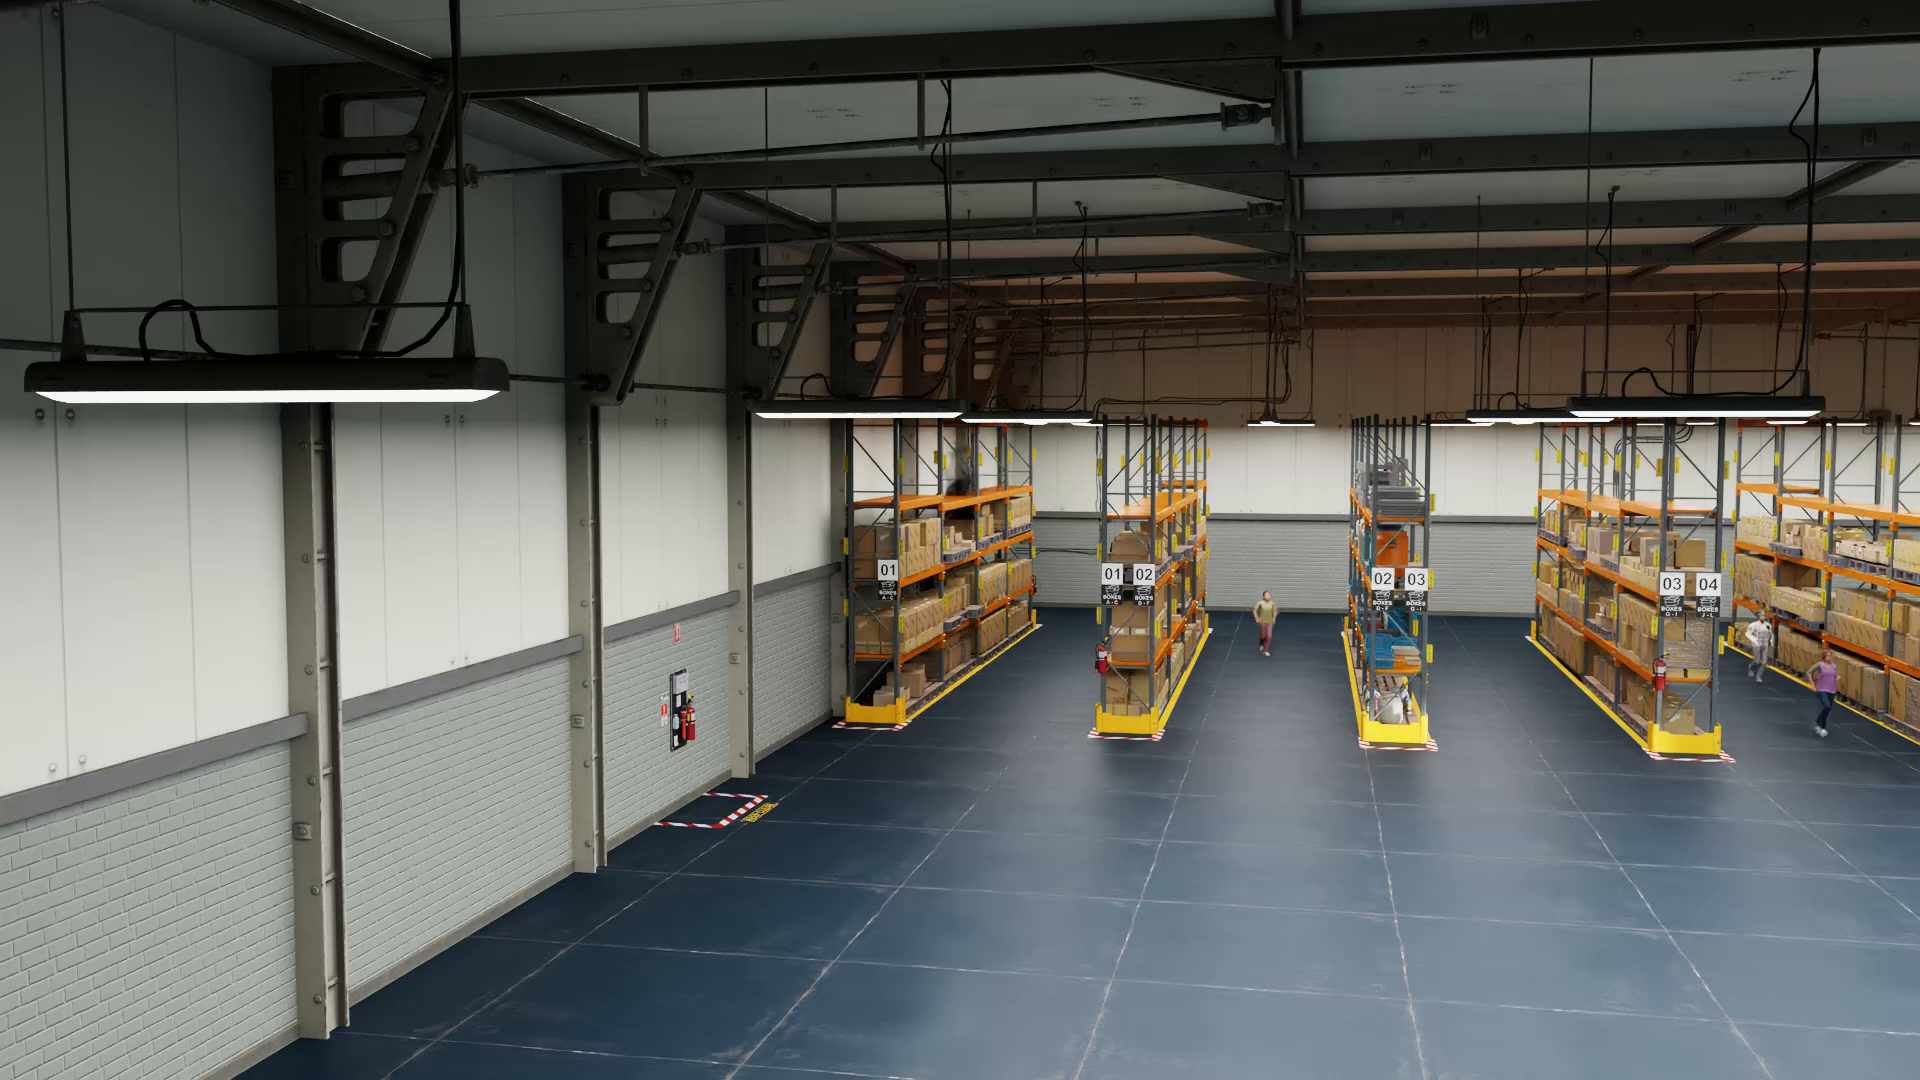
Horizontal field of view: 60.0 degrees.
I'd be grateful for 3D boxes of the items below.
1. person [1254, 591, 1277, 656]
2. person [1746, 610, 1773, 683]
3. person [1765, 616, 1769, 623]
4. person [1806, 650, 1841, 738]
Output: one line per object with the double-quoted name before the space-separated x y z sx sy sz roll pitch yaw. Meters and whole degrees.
"person" 7.760 2.106 42.190 0.594 1.634 0.543 0 4 -1
"person" 18.110 2.393 37.636 0.602 1.647 0.543 0 4 4
"person" 21.937 1.933 45.081 0.503 1.561 0.762 4 5 43
"person" 16.129 2.860 30.992 0.495 1.628 0.692 0 4 -4
